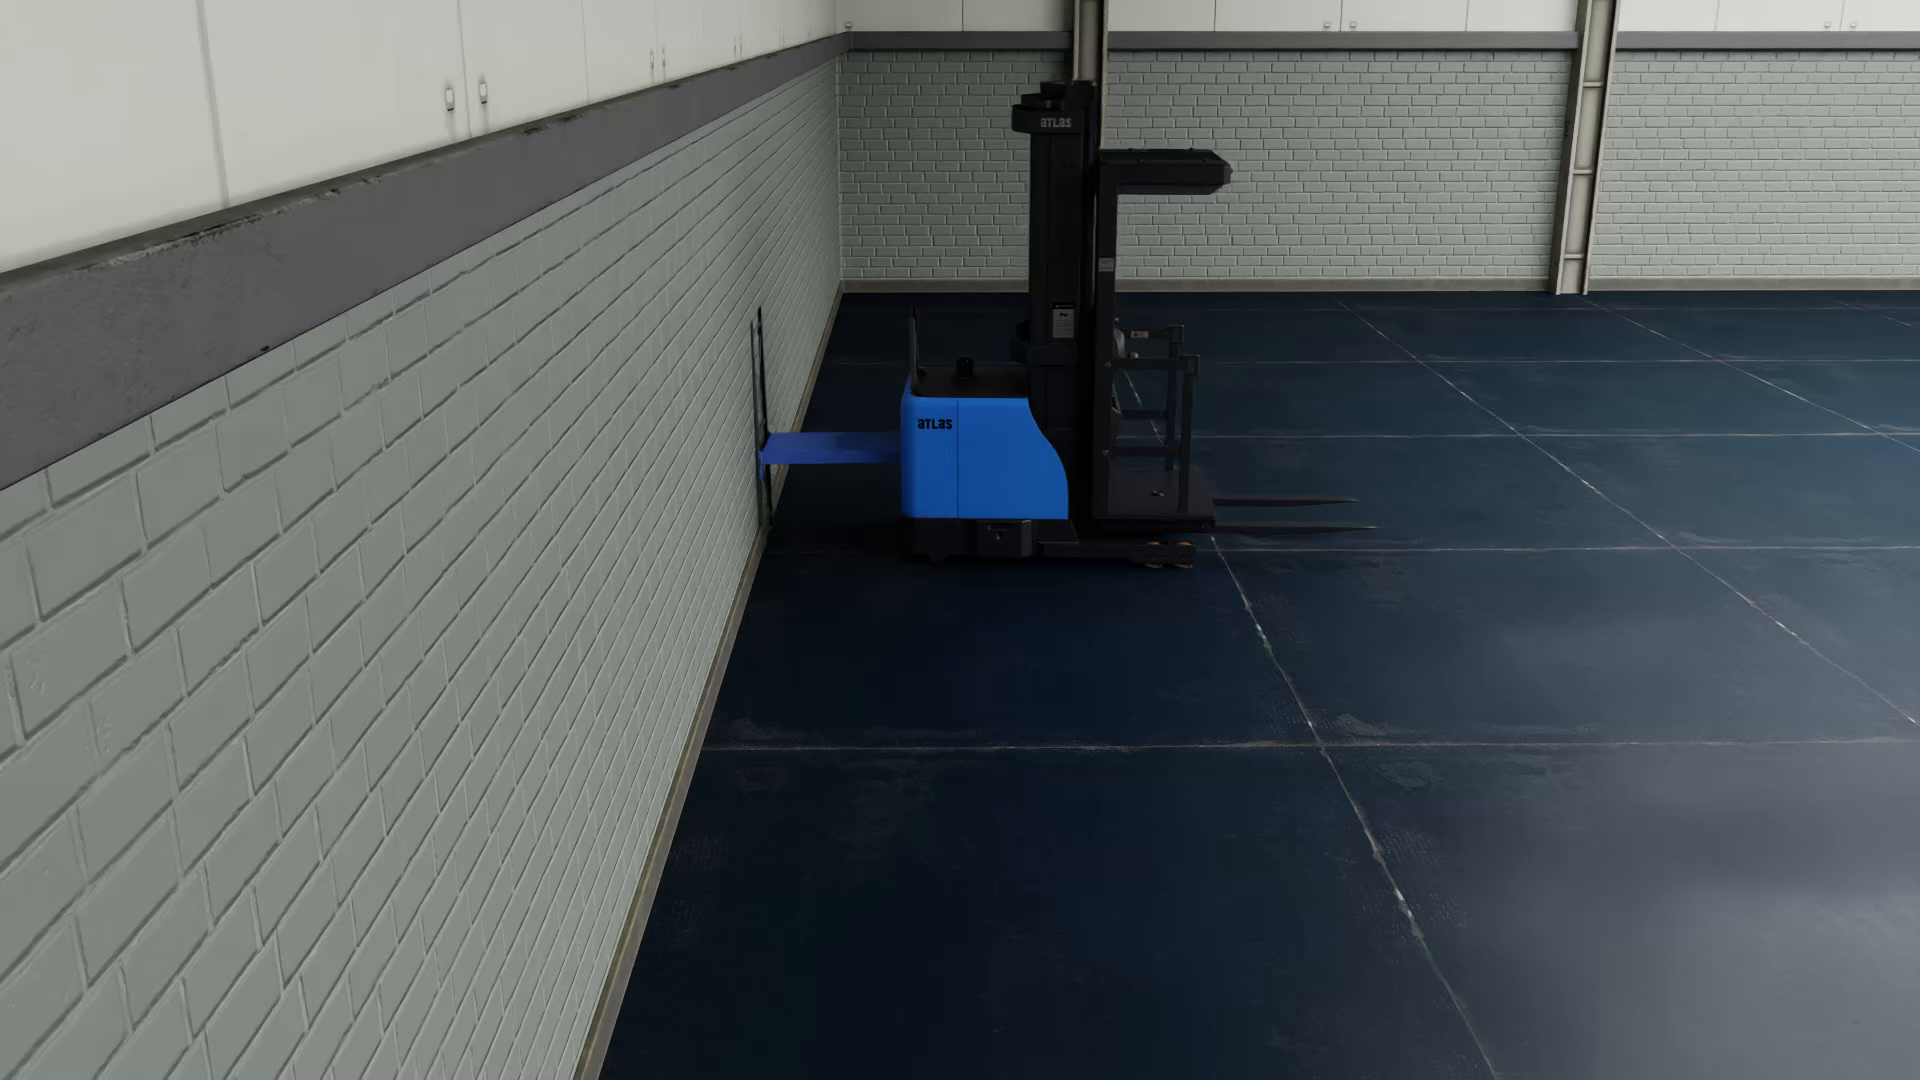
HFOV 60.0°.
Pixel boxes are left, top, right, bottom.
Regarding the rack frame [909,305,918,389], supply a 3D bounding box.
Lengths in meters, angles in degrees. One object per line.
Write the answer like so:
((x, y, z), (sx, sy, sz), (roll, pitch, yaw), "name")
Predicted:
((-0.287, -0.749, 10.867), (0.032, 1.500, 0.500), (-1, 18, 1), "rack frame")

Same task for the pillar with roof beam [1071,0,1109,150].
((1.595, -6.012, 15.055), (0.400, 9.000, 9.100), (0, 18, -1), "pillar with roof beam")

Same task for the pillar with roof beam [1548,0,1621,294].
((7.594, -6.040, 15.146), (0.400, 9.000, 9.100), (0, 18, -1), "pillar with roof beam")

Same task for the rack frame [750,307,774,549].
((-1.304, -0.734, 10.881), (0.032, 1.500, 0.500), (-1, 18, 1), "rack frame")

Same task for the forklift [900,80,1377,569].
((1.146, -1.380, 10.553), (3.031, 2.935, 1.130), (1, 18, 2), "forklift")

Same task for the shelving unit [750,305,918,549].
((-0.796, -0.741, 10.874), (1.048, 1.500, 0.538), (-1, 18, 1), "shelving unit")

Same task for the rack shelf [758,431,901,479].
((-0.792, -0.570, 10.930), (1.000, 0.185, 0.538), (-1, 18, 1), "rack shelf")
